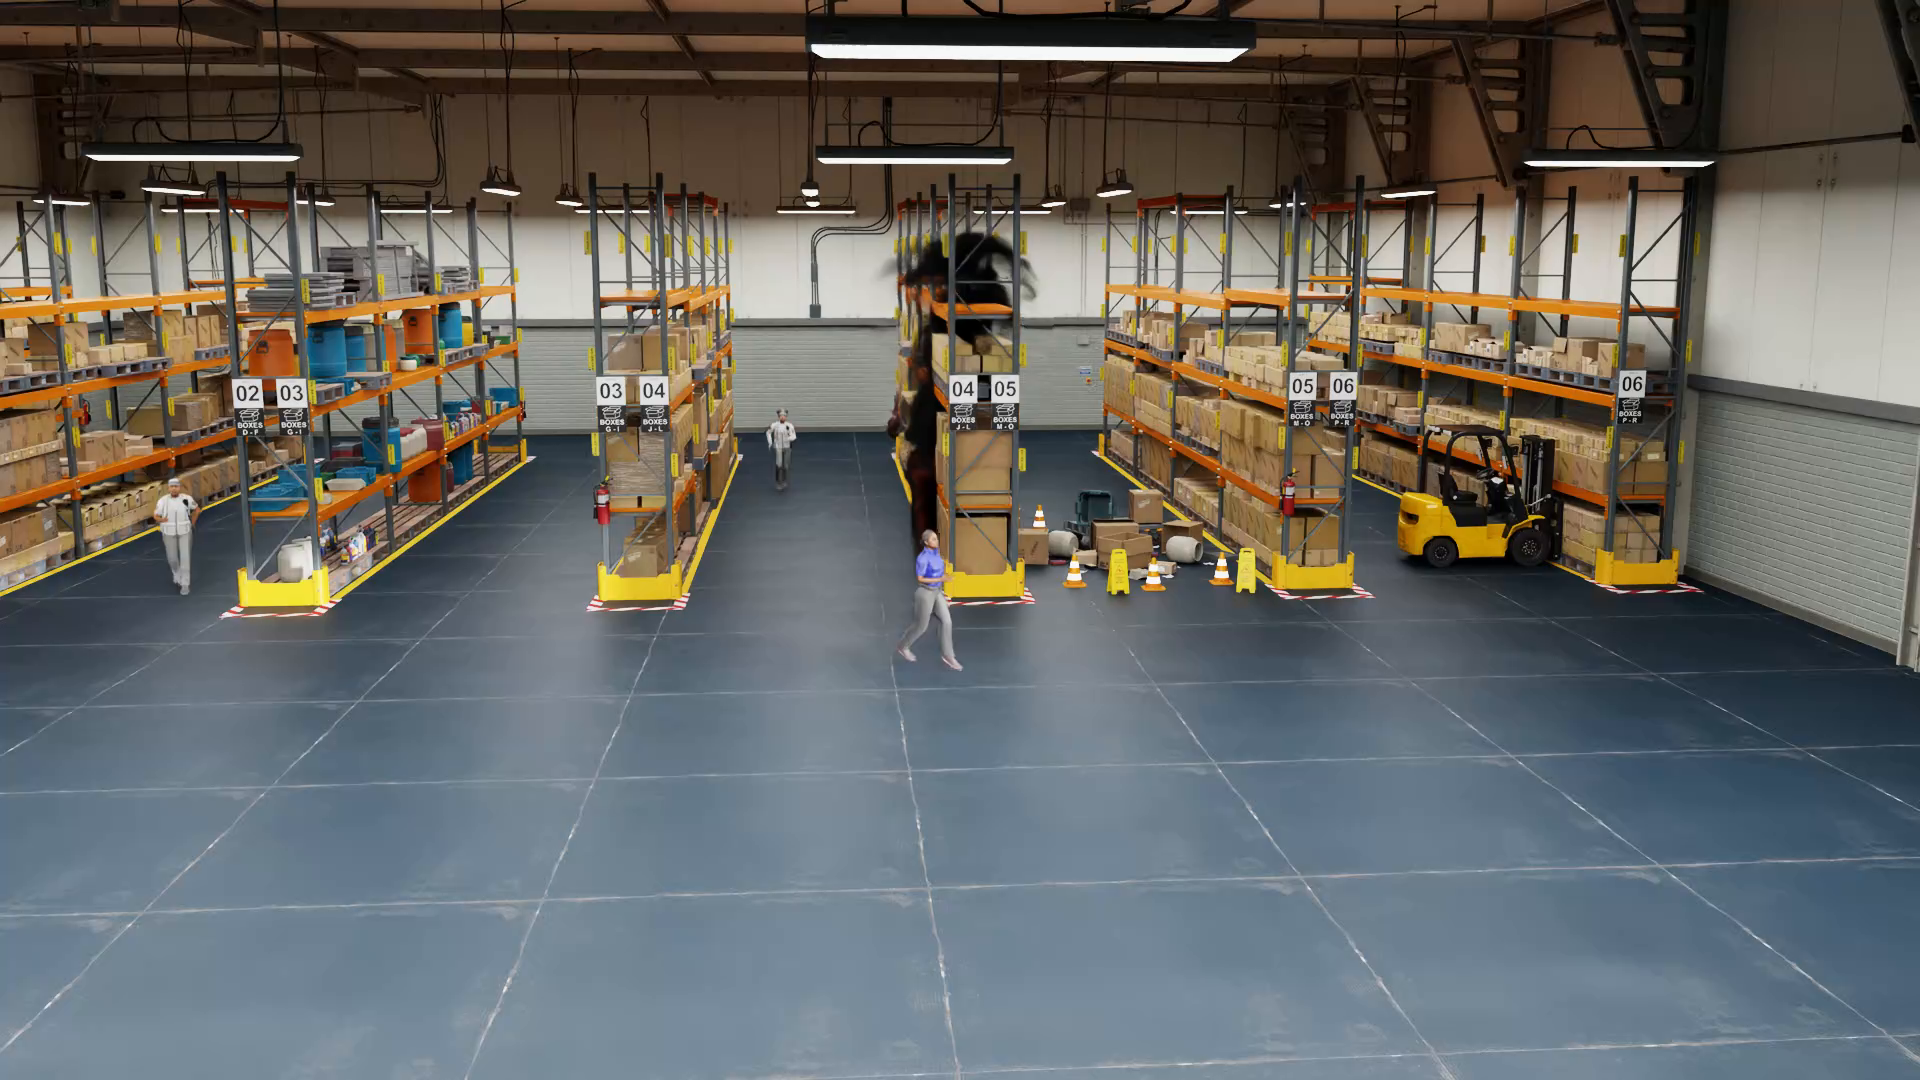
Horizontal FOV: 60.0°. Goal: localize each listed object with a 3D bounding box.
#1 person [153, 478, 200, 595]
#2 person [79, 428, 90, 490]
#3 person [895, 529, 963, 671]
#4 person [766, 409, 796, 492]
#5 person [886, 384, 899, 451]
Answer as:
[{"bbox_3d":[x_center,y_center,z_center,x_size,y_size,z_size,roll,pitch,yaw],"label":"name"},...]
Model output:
[{"bbox_3d":[-11.408,-0.082,24.255,0.609,1.647,0.919,-4,11,-21],"label":"person"},{"bbox_3d":[-16.795,-1.341,31.687,0.510,1.607,0.676,-2,10,-12],"label":"person"},{"bbox_3d":[-0.388,0.707,19.914,0.861,1.698,0.570,6,12,29],"label":"person"},{"bbox_3d":[-3.676,-1.859,34.380,0.580,1.714,0.685,-2,10,-13],"label":"person"},{"bbox_3d":[-1.549,-3.018,40.934,0.546,1.709,0.757,-1,10,-4],"label":"person"}]
